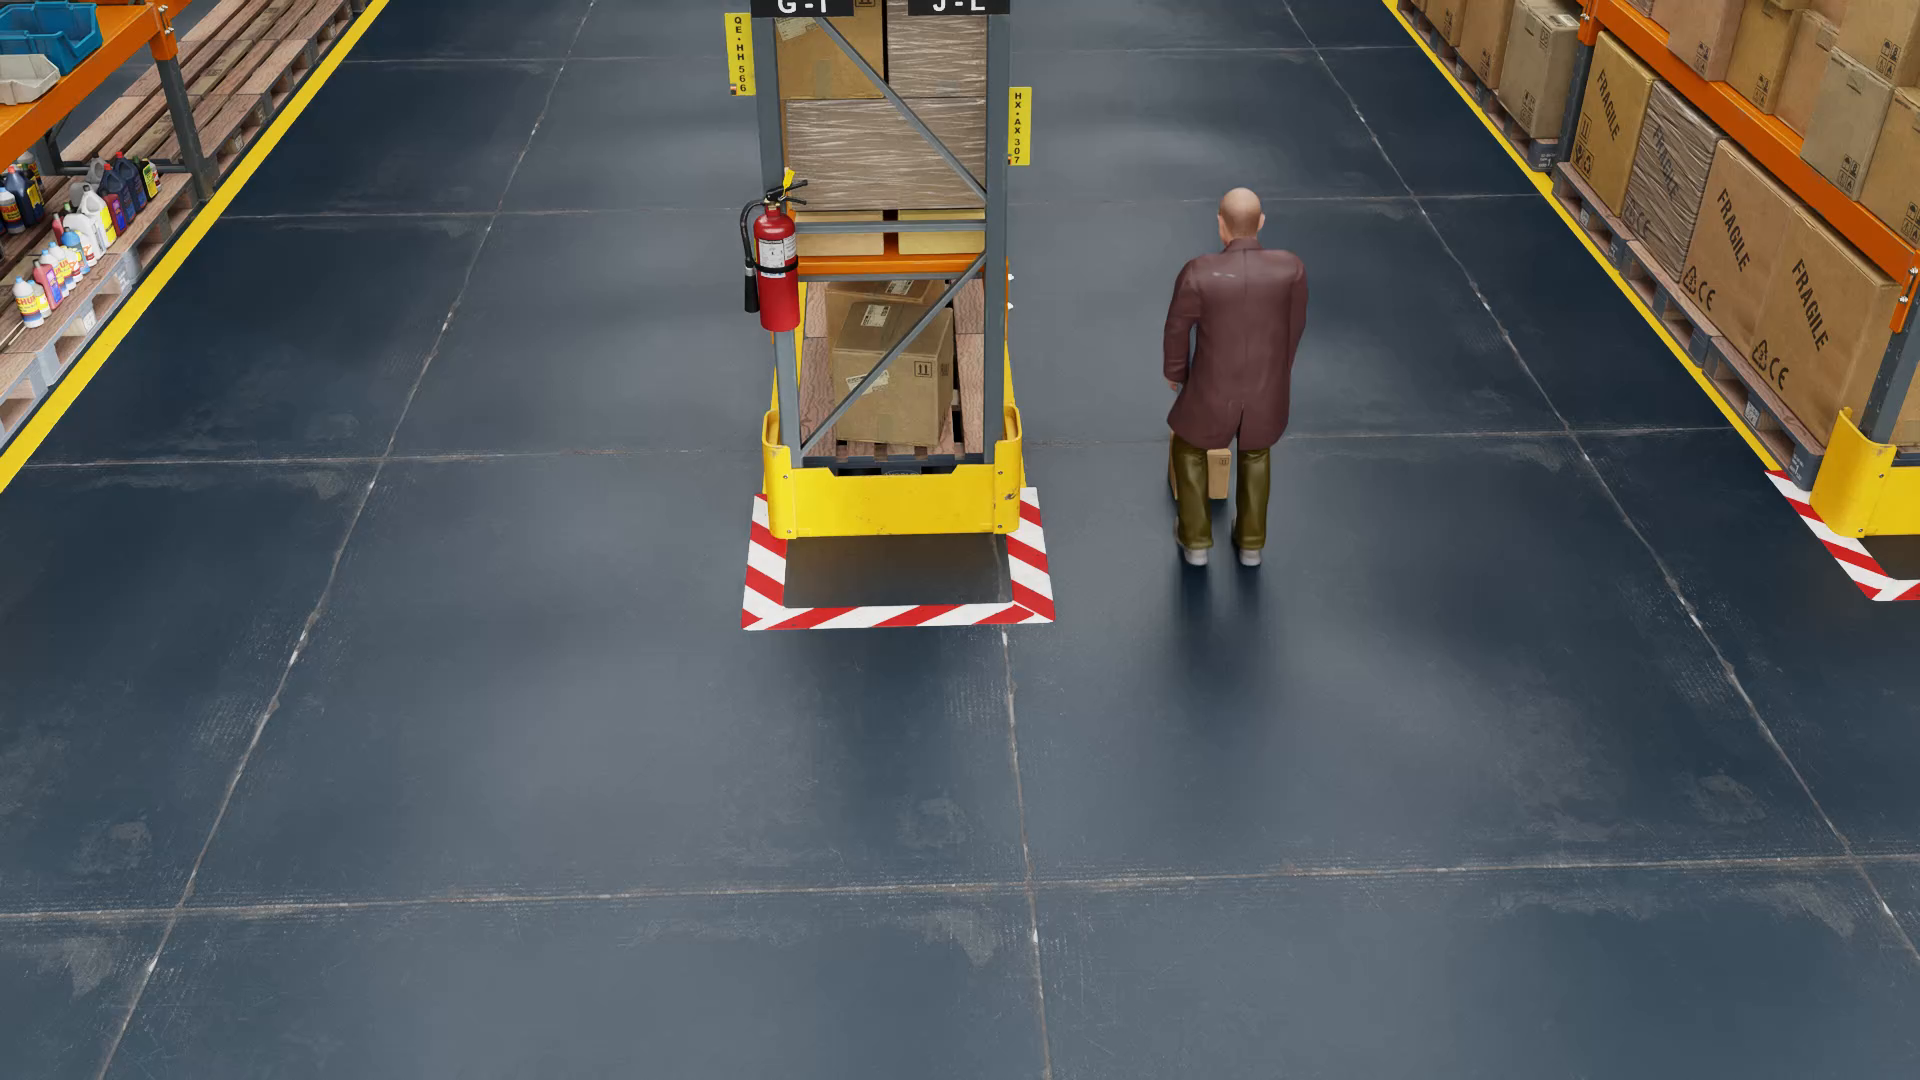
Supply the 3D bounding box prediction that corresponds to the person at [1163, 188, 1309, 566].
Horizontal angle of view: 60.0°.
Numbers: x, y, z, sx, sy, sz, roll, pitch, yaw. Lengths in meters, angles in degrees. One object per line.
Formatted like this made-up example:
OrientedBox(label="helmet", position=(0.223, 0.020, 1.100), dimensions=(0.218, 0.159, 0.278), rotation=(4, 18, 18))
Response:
OrientedBox(label="person", position=(1.159, -0.671, 7.189), dimensions=(0.595, 1.715, 0.448), rotation=(-1, 35, -1))
